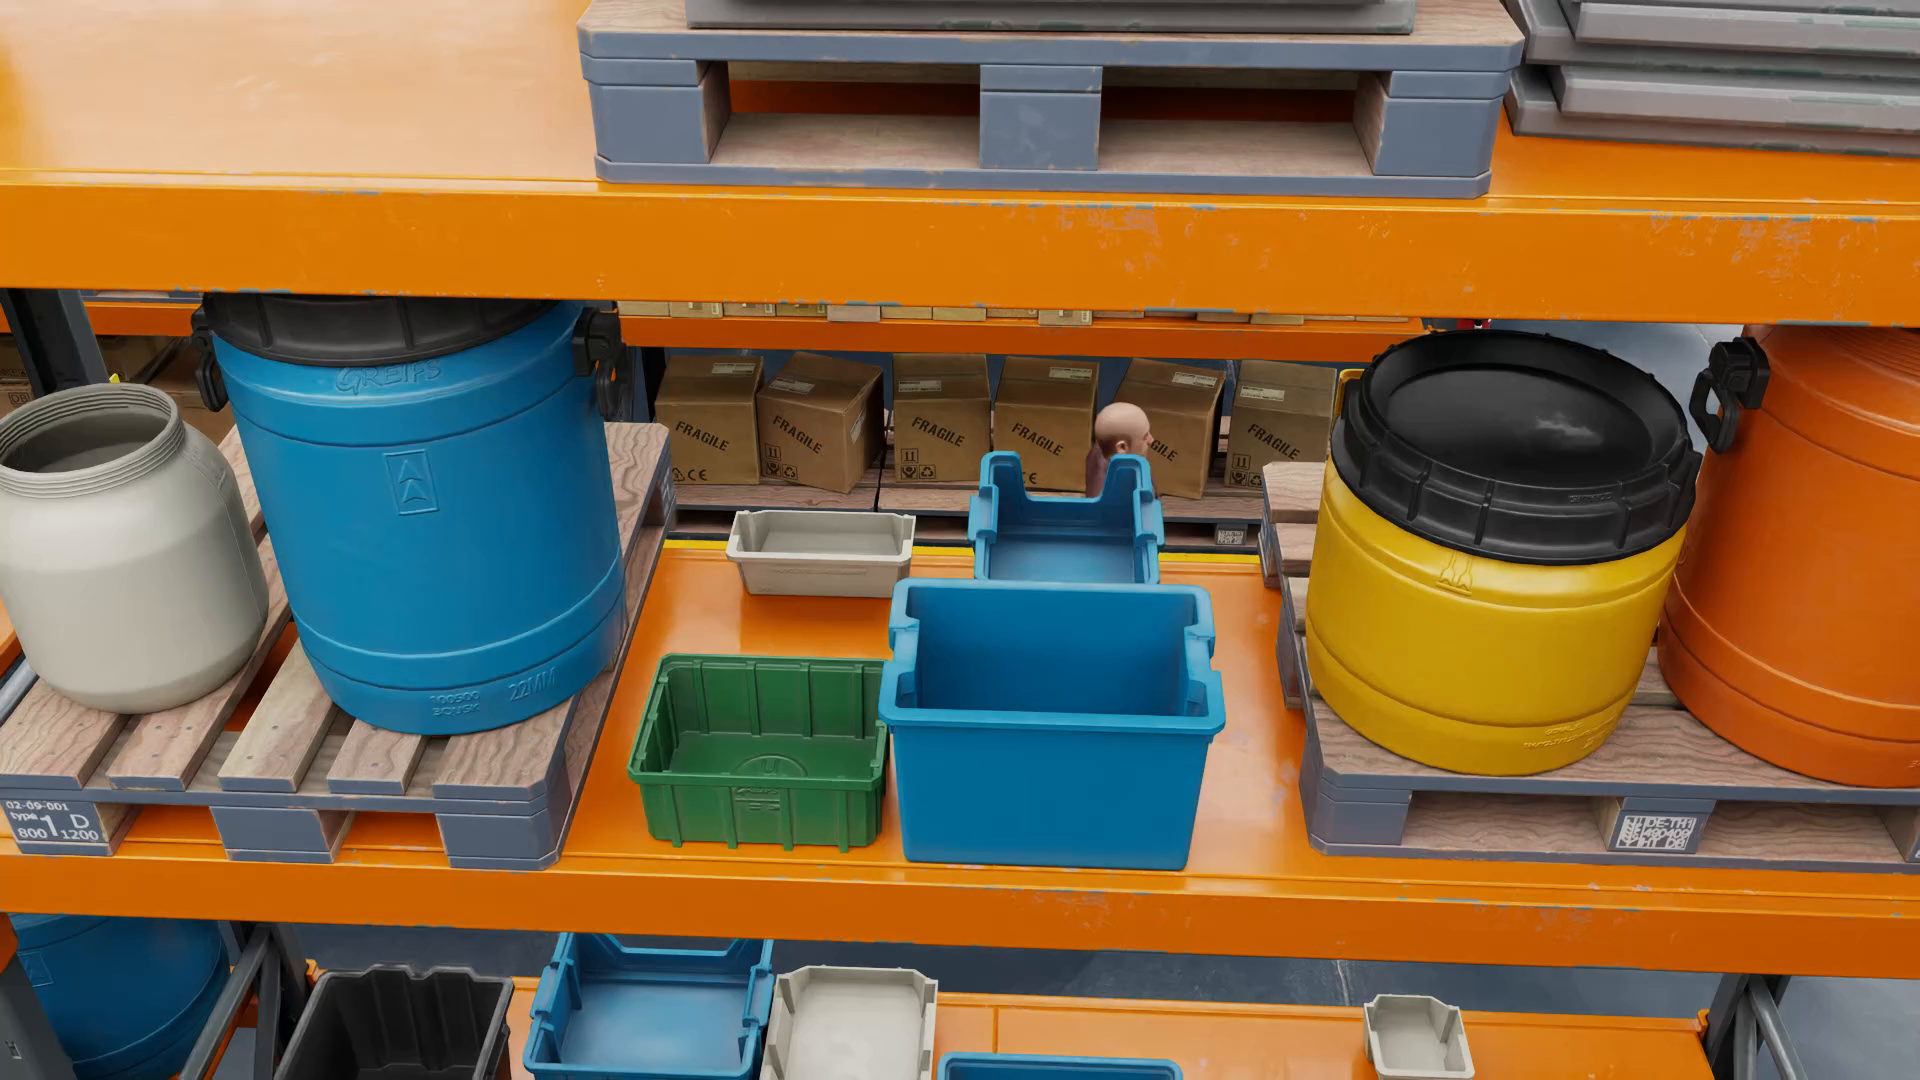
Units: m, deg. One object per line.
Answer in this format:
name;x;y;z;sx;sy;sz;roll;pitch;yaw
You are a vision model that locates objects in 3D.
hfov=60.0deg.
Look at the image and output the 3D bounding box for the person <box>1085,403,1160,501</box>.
person;0.646;0.262;6.845;0.503;1.879;0.584;2;35;3
